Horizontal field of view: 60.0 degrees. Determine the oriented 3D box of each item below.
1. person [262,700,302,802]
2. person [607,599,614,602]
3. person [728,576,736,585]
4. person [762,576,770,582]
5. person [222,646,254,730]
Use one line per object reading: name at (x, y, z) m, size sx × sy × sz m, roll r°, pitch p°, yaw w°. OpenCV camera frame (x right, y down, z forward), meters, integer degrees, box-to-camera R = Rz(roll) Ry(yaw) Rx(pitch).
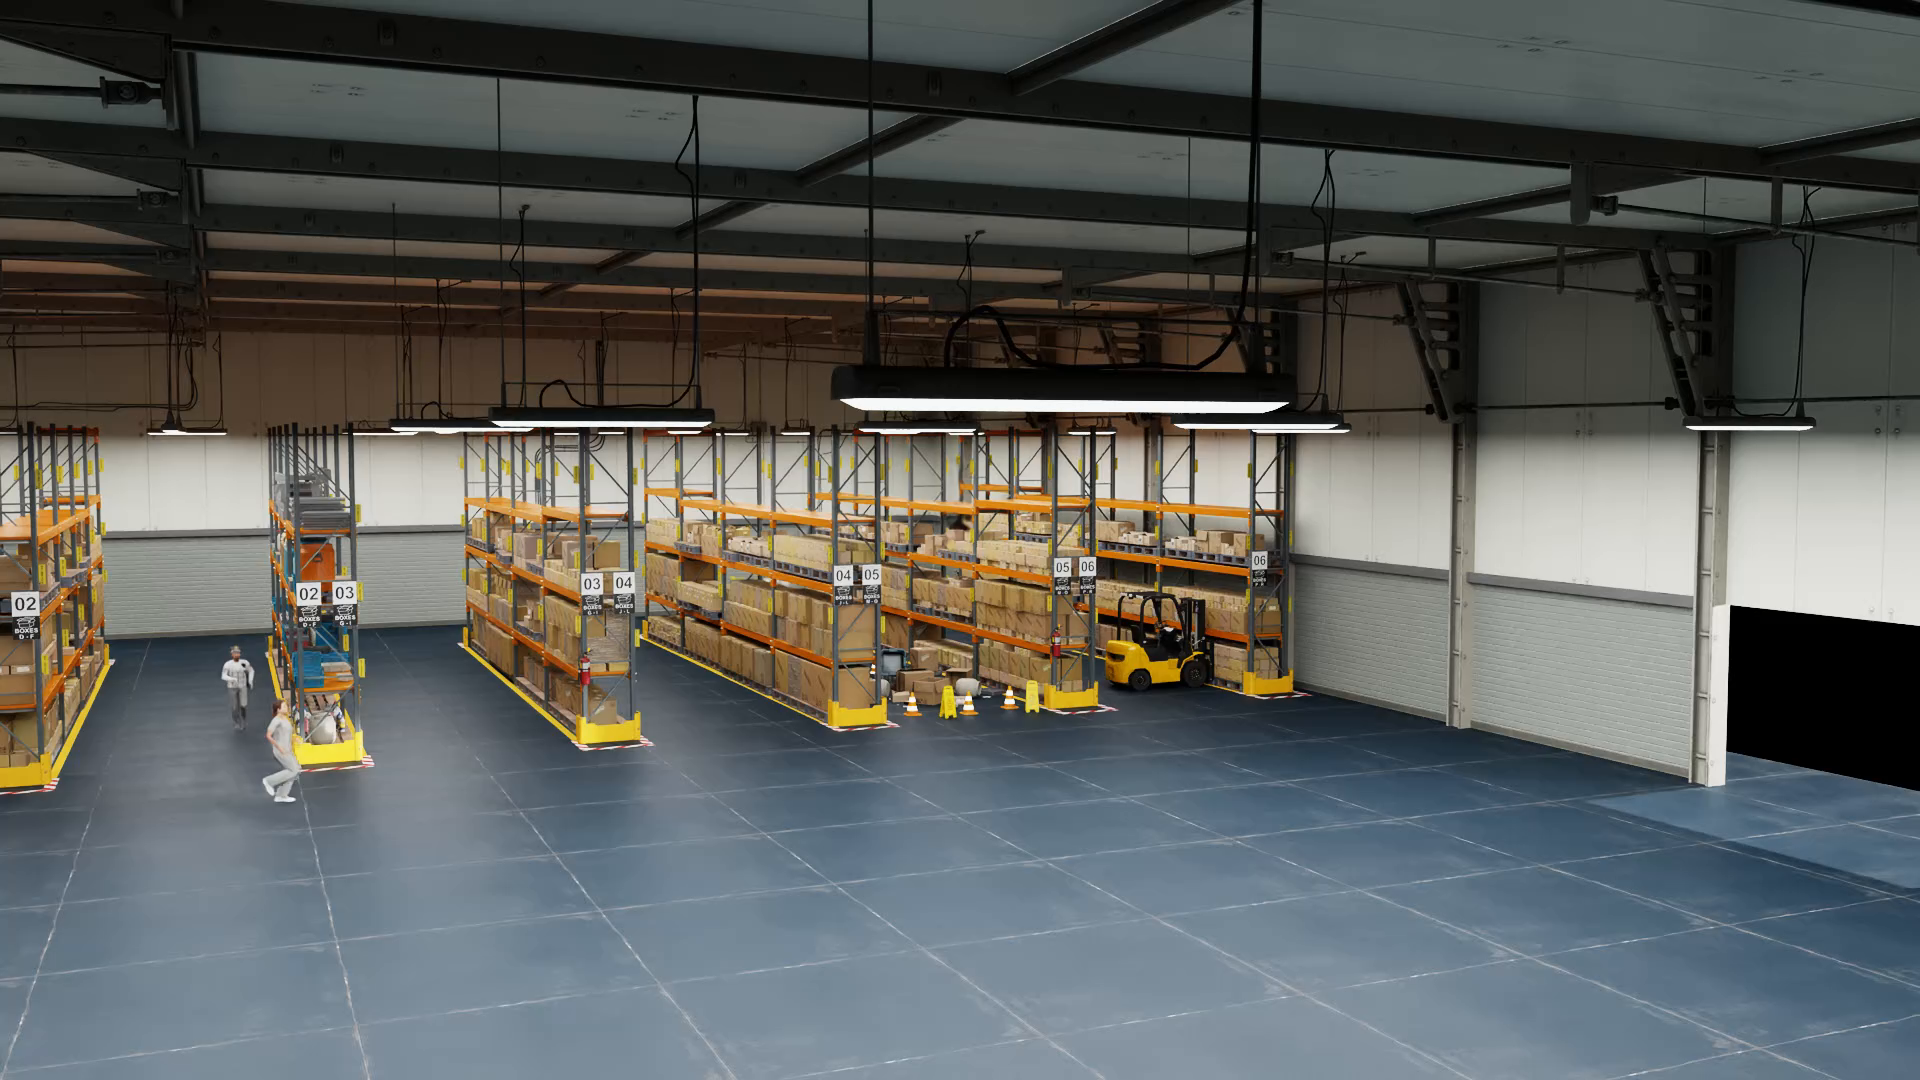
person at (-10.653, 3.317, 26.142) m, size 0.566 × 1.624 × 0.564 m, roll 0°, pitch 4°, yaw -6°
person at (-9.493, 2.122, 45.553) m, size 0.622 × 1.682 × 0.707 m, roll -1°, pitch 4°, yaw -10°
person at (-6.535, 1.925, 47.907) m, size 0.916 × 1.763 × 0.695 m, roll 3°, pitch 5°, yaw 45°
person at (-5.952, 1.718, 50.706) m, size 0.939 × 1.779 × 0.690 m, roll -2°, pitch 4°, yaw -28°
person at (-14.084, 2.890, 32.455) m, size 0.587 × 1.661 × 0.632 m, roll -2°, pitch 4°, yaw -24°
